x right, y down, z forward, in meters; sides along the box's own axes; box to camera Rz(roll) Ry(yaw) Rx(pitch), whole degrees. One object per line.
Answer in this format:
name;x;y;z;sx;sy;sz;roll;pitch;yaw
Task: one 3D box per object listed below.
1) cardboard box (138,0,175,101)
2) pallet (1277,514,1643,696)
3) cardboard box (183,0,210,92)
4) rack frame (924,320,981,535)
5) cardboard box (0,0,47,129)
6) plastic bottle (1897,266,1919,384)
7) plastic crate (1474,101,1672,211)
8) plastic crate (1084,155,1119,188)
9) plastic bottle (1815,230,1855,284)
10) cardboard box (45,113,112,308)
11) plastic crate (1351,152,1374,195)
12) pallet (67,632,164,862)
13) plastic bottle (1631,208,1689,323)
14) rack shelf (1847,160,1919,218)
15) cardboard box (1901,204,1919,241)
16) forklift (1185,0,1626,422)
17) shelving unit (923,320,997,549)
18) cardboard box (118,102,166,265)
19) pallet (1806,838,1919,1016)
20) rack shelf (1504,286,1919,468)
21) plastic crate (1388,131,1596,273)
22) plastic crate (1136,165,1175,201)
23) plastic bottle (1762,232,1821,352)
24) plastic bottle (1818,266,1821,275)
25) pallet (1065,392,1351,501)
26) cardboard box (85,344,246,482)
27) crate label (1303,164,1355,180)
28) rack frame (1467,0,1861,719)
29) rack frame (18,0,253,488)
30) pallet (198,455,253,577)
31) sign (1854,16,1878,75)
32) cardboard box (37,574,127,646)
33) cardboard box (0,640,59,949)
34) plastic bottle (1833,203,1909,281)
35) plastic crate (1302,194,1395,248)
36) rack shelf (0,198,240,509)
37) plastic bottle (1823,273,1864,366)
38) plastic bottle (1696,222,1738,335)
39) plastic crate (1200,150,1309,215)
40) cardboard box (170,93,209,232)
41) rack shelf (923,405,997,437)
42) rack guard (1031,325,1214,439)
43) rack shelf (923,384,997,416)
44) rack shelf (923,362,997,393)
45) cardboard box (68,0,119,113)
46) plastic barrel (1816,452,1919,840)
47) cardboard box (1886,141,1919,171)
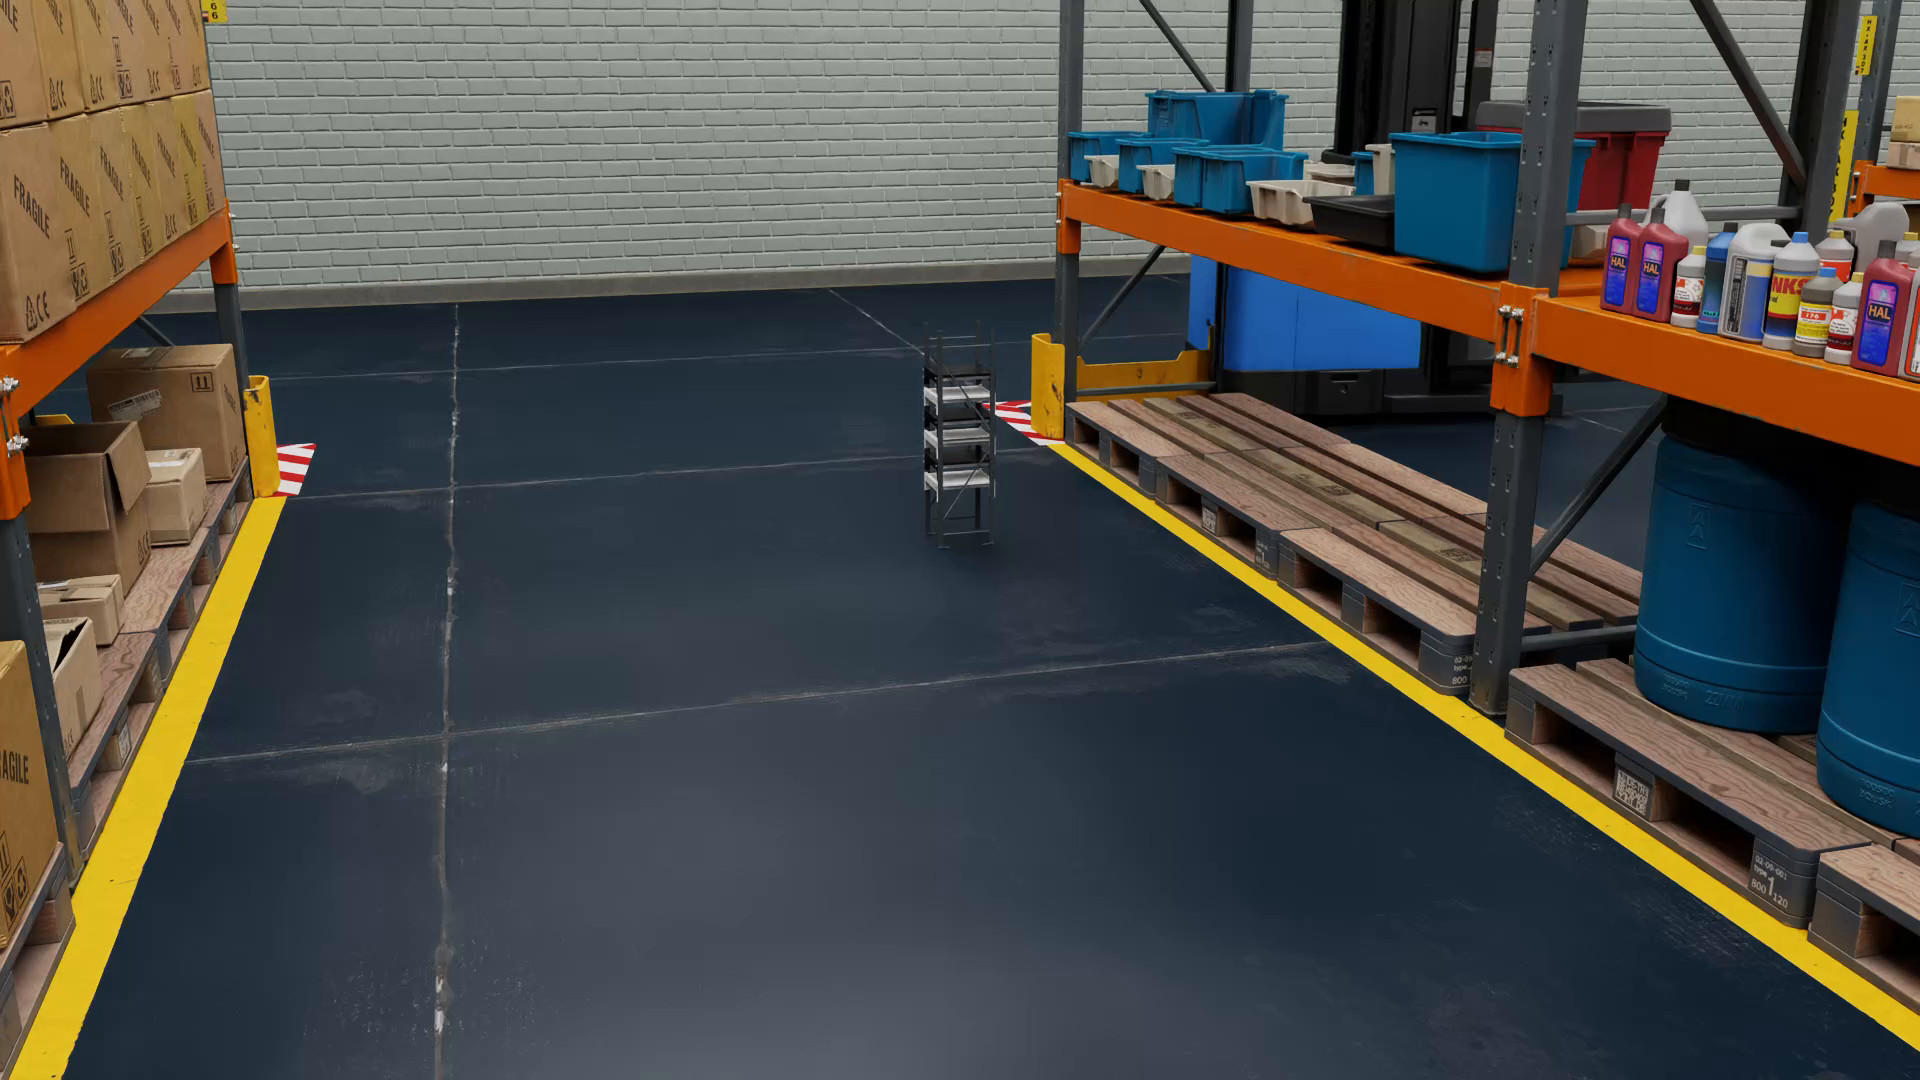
cardboard box;-3.096;-1.800;5.819;0.500;0.500;0.500;-4;17;-14
pallet;1.854;0.193;5.941;1.003;0.211;1.213;-5;17;-15
cardboard box;-3.383;-2.083;6.761;0.500;0.500;0.500;-5;17;-16
rack frame;-0.030;-0.461;6.924;0.240;0.900;0.006;-5;17;-15
cardboard box;-2.529;-1.231;3.923;0.500;0.500;0.500;-4;17;-14
plastic bottle;2.109;-0.468;3.512;0.152;0.276;0.135;-5;17;-15
plastic crate;2.089;-1.268;5.744;0.402;0.464;0.583;-5;17;-15
plastic crate;0.754;-1.761;7.955;0.250;0.136;0.298;-5;17;-15
plastic bottle;2.398;-0.748;4.574;0.097;0.201;0.097;0;17;0
cardboard box;-2.692;-0.903;4.570;0.500;0.500;0.500;-4;17;-14
plastic crate;1.805;-1.449;6.748;0.416;0.233;0.300;-5;17;-15
pallet;-2.858;0.594;4.607;1.003;0.211;1.213;-5;17;-15
plastic bottle;1.821;-0.714;4.317;0.061;0.283;0.133;-5;17;-15
rack shelf;6.306;-1.542;8.122;1.077;0.370;4.000;-5;17;-15
cardboard box;6.009;-1.453;9.537;0.875;0.875;0.875;-5;17;-15
forklift;2.874;-2.193;9.157;3.031;2.935;1.130;-2;17;-5
shelving unit;-0.002;-0.433;6.830;0.258;0.900;0.210;-5;17;-15
cardboard box;-2.968;-1.182;5.499;0.500;0.500;0.500;-5;17;-16
pallet;2.604;0.949;3.427;1.003;0.211;1.213;-5;17;-15
rack shelf;2.643;-0.044;3.135;1.077;0.370;4.000;-5;17;-15
plastic crate;1.637;-1.065;5.207;0.392;0.384;0.575;-5;17;-15
plastic crate;0.941;-1.573;7.330;0.250;0.136;0.298;-5;17;-15
plastic bottle;1.961;-0.587;3.914;0.097;0.271;0.097;0;17;0
plastic bottle;2.070;-0.602;4.088;0.097;0.201;0.097;0;17;0
pallet;1.184;-0.482;8.188;1.003;0.211;1.213;-5;17;-15
cardboard box;-3.383;-0.540;7.117;0.500;0.500;0.500;-5;17;-15
crate label;1.558;-1.583;7.362;0.396;0.136;0.243;-5;17;-15
rack frame;2.094;-0.942;4.873;1.000;3.000;0.127;-5;17;-15
rack frame;-3.769;-1.658;7.256;1.000;3.000;0.127;-5;17;-15
pallet;-3.529;-0.081;6.854;1.003;0.211;1.213;-5;17;-15
sign;5.221;-2.850;9.584;0.100;0.325;0.005;-5;17;-15
cardboard box;-2.825;0.223;5.155;0.380;0.166;0.250;-5;17;-15
cardboard box;-2.259;0.549;3.490;0.500;0.500;0.500;-5;17;-16
plastic bottle;2.513;-0.799;4.613;0.152;0.276;0.135;-5;17;-15
plastic crate;1.528;-1.127;5.864;0.437;0.125;0.590;-5;17;-15
rack shelf;-3.220;-0.760;5.518;1.077;0.370;4.000;-5;17;-15
plastic bottle;2.014;-0.499;3.745;0.097;0.201;0.097;0;17;0
plastic bottle;1.897;-0.651;4.128;0.097;0.271;0.097;0;17;0
plastic crate;1.190;-1.455;6.769;0.416;0.233;0.300;-5;17;-15
cardboard box;-3.239;-1.460;6.424;0.500;0.500;0.500;-5;17;-15
rack shelf;-0.002;-0.488;6.814;0.258;0.077;0.200;-5;17;-15
rack guard;0.975;-0.857;8.935;1.175;0.500;0.348;-5;17;-15
rack shelf;-0.002;-0.574;6.788;0.258;0.077;0.200;-5;17;-15
rack shelf;-0.002;-0.660;6.762;0.258;0.077;0.200;-5;17;-15
cardboard box;-2.812;-1.515;4.871;0.500;0.500;0.500;-5;17;-17
plastic barrel;2.421;0.210;3.957;0.600;0.901;0.708;-5;17;-15
cardboard box;5.537;-2.195;9.483;0.380;0.149;0.250;-4;17;-15
